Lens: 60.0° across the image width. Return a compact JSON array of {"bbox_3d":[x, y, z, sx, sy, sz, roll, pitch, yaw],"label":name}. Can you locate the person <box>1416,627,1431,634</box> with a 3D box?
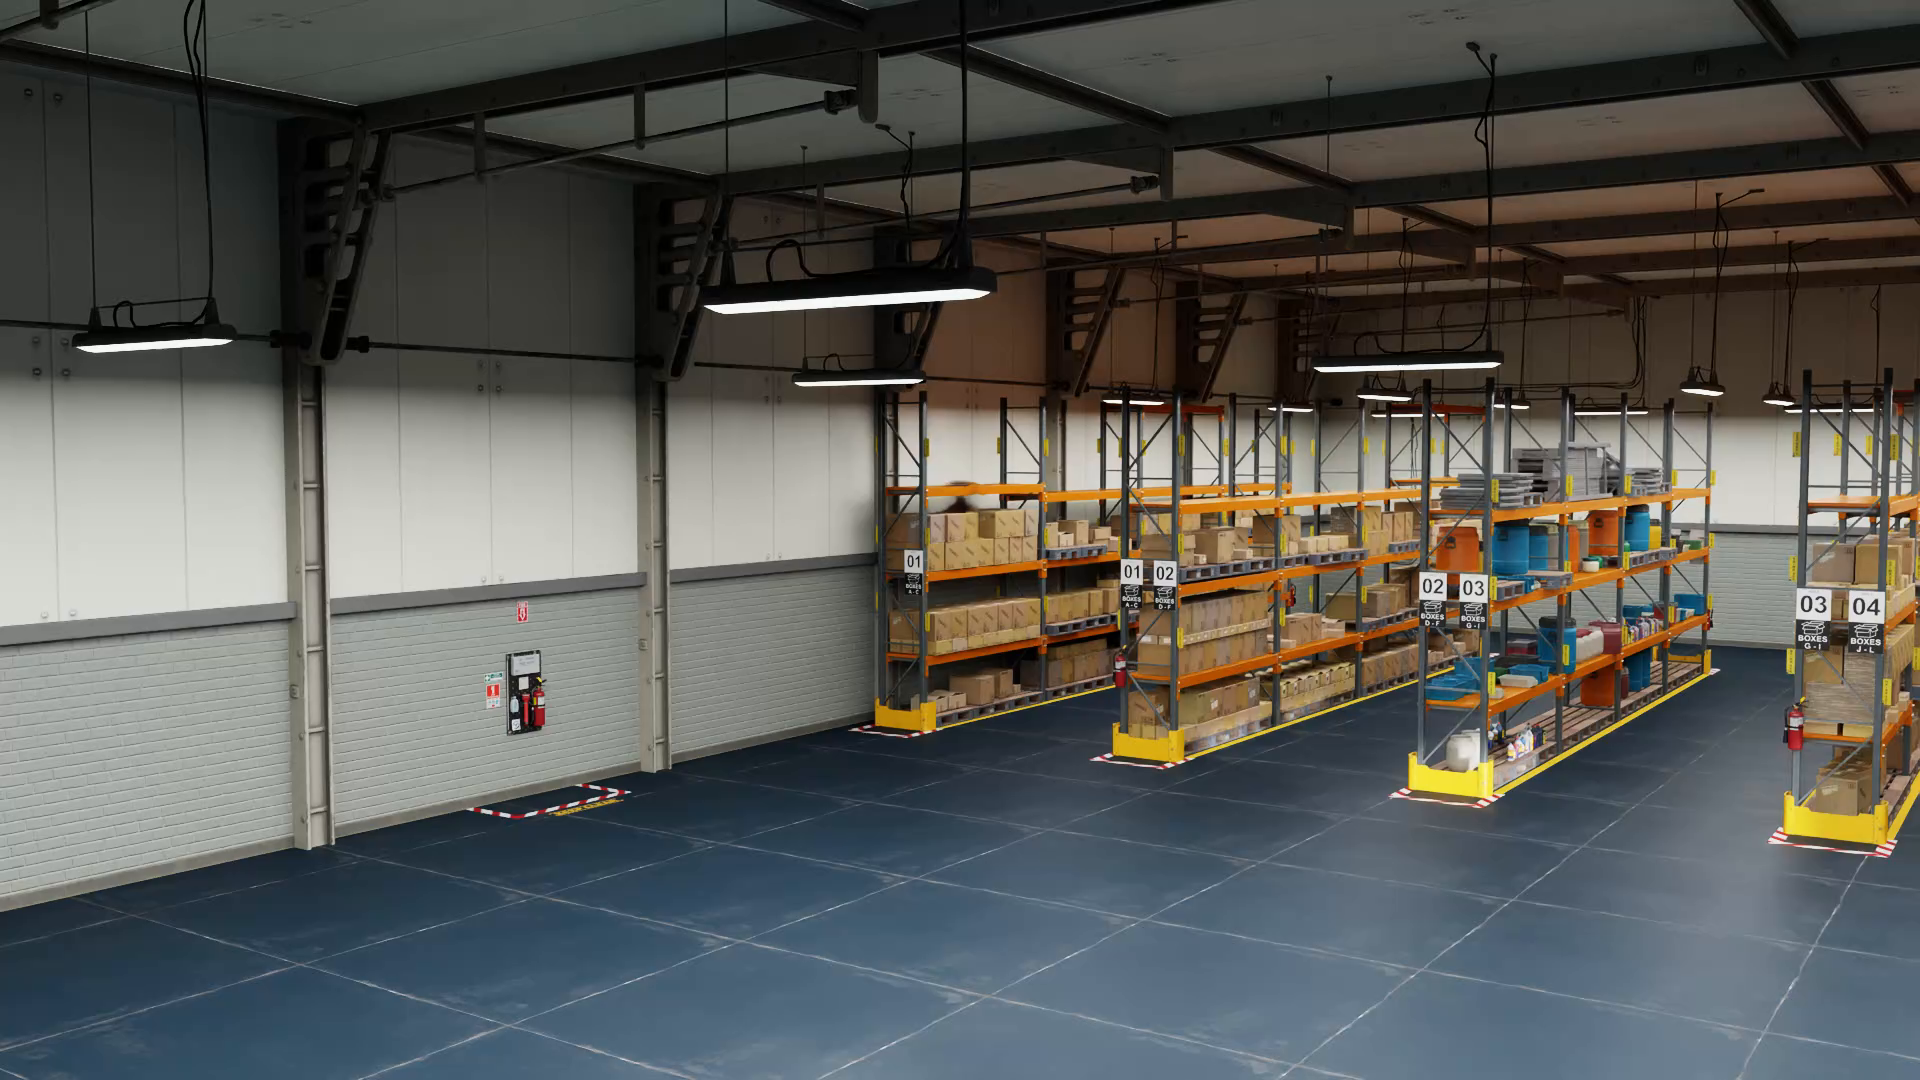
[{"bbox_3d":[11.982,1.838,42.702,0.414,1.584,0.518,-2,4,-26],"label":"person"}]
